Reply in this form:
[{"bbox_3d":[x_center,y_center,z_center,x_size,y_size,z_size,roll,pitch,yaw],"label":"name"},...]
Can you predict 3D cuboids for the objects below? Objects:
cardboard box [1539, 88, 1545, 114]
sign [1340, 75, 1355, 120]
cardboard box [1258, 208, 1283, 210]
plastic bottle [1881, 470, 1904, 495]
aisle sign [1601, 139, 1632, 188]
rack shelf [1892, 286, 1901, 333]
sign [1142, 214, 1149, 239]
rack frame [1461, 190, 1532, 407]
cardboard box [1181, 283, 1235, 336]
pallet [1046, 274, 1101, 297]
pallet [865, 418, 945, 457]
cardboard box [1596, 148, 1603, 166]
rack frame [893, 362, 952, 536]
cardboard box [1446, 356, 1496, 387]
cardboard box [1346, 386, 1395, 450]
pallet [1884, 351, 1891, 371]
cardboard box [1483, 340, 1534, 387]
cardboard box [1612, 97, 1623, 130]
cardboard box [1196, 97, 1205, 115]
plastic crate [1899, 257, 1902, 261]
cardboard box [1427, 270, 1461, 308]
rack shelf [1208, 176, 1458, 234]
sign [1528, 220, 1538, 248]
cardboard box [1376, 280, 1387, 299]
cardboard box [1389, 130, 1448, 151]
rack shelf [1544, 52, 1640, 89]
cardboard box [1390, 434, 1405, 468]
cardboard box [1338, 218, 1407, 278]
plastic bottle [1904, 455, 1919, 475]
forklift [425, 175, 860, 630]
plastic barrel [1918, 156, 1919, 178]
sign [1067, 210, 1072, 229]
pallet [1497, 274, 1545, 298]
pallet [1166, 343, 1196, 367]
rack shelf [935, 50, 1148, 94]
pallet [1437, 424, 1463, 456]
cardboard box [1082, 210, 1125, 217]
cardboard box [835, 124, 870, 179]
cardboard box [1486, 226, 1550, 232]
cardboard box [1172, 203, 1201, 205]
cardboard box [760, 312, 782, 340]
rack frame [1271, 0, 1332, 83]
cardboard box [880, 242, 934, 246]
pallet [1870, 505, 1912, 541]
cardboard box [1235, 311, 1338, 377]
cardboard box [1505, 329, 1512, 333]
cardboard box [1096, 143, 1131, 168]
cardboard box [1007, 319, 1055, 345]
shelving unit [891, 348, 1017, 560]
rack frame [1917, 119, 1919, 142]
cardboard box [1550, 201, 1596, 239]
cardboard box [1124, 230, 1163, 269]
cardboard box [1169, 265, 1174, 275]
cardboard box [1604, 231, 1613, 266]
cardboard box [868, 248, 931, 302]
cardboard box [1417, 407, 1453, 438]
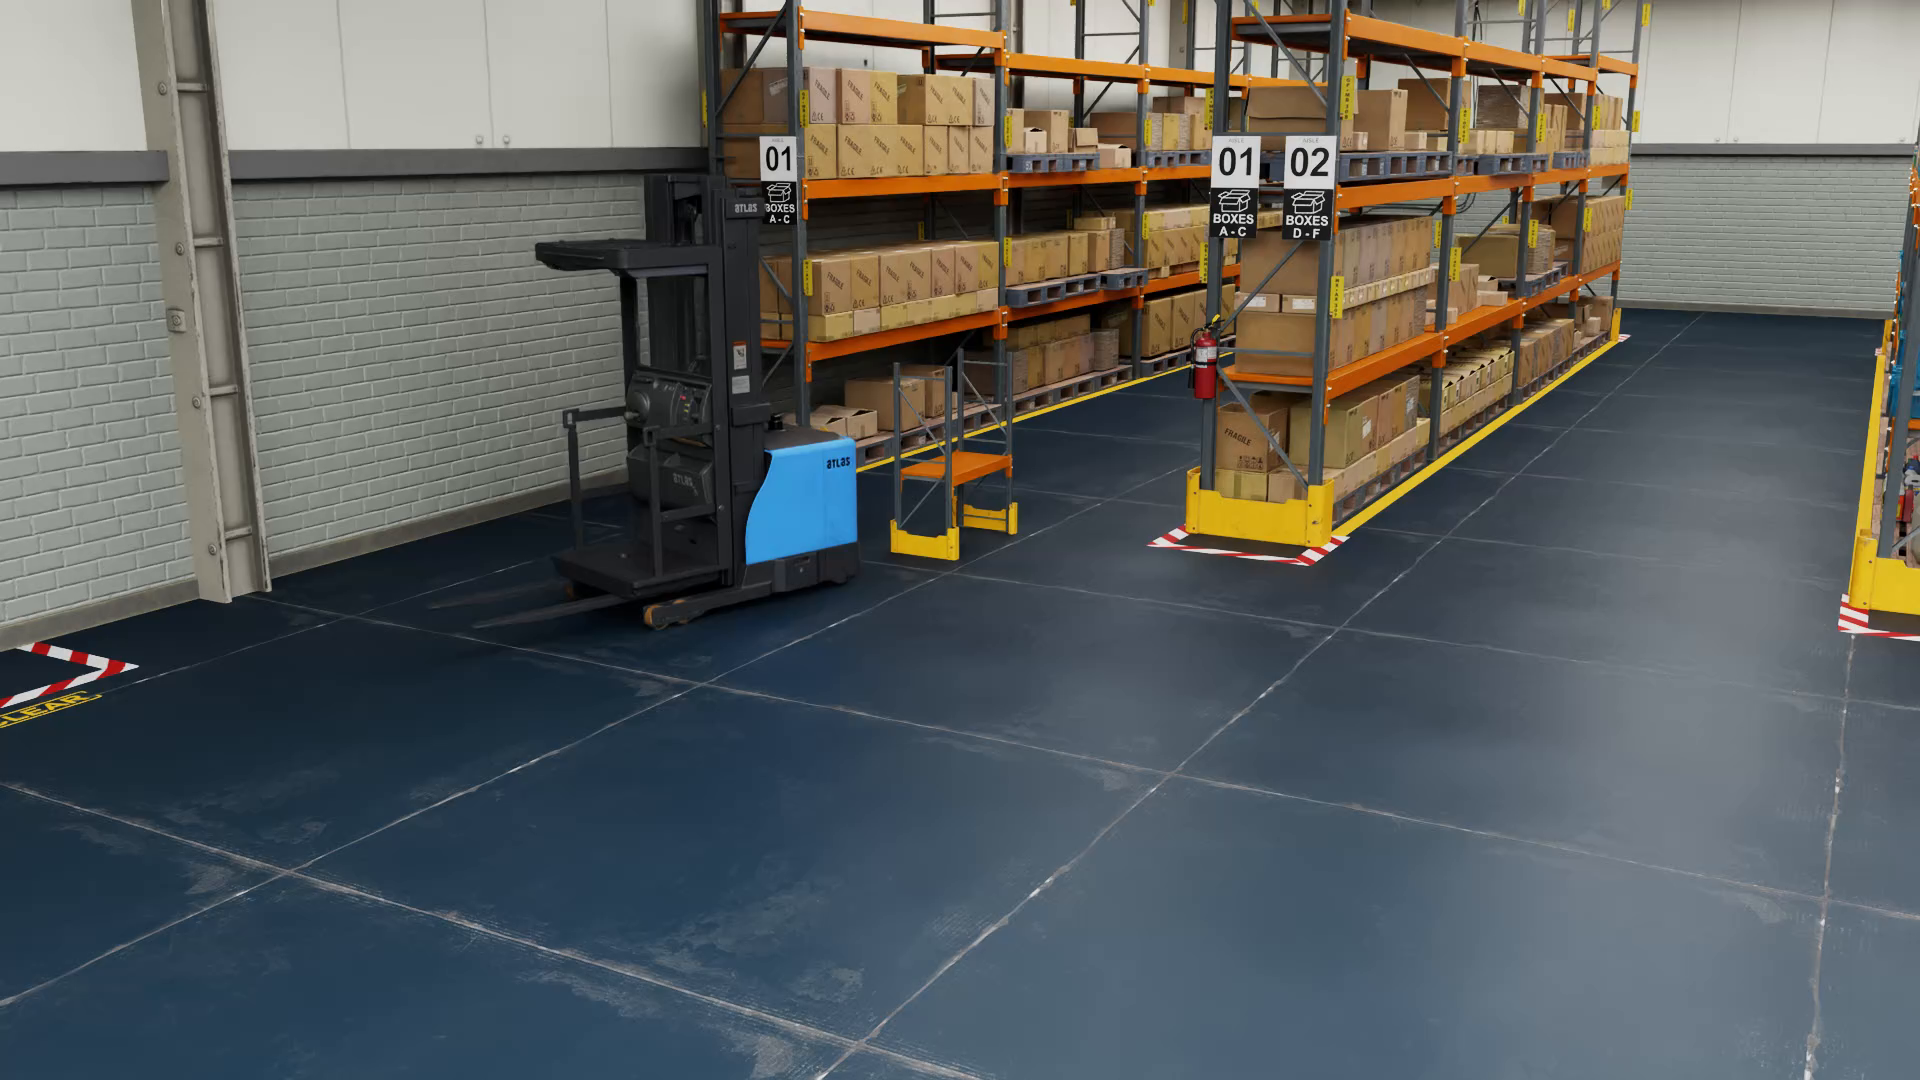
[{"bbox_3d":[7.035,-5.432,20.918,0.500,0.500,0.500,7,15,28],"label":"cardboard box"},{"bbox_3d":[2.941,-3.357,12.625,0.100,0.325,0.005,7,15,28],"label":"sign"},{"bbox_3d":[5.616,-5.383,28.822,0.980,0.700,0.700,8,16,31],"label":"cardboard box"},{"bbox_3d":[7.881,-0.527,14.034,0.144,0.351,0.185,7,15,26],"label":"plastic bottle"},{"bbox_3d":[10.494,-6.026,26.580,0.394,0.787,0.004,7,15,28],"label":"aisle sign"},{"bbox_3d":[11.626,-2.640,19.618,1.077,0.370,4.000,7,15,28],"label":"rack shelf"},{"bbox_3d":[2.466,-4.166,22.114,0.100,0.325,0.005,7,15,28],"label":"sign"},{"bbox_3d":[6.325,-3.141,20.163,1.000,3.000,0.127,7,15,28],"label":"rack frame"},{"bbox_3d":[3.720,-3.533,25.480,0.750,0.750,0.750,8,15,29],"label":"cardboard box"},{"bbox_3d":[1.066,-3.198,20.806,1.003,0.211,1.213,7,15,28],"label":"pallet"},{"bbox_3d":[-0.829,-1.132,17.780,1.003,0.211,1.213,7,15,28],"label":"pallet"},{"bbox_3d":[8.956,-5.521,23.954,0.500,0.250,0.500,7,15,28],"label":"cardboard box"},{"bbox_3d":[-0.287,-0.607,12.853,0.500,1.500,0.032,7,15,28],"label":"rack frame"},{"bbox_3d":[5.795,-1.935,18.935,0.500,0.311,0.500,7,15,28],"label":"cardboard box"},{"bbox_3d":[3.639,-1.124,15.167,0.500,0.500,0.500,7,15,28],"label":"cardboard box"},{"bbox_3d":[13.503,-2.451,23.249,1.003,0.211,1.213,7,15,28],"label":"pallet"},{"bbox_3d":[6.795,-2.201,20.657,0.500,0.500,0.500,8,16,30],"label":"cardboard box"},{"bbox_3d":[9.958,-6.668,26.045,0.700,0.500,0.500,7,15,28],"label":"cardboard box"},{"bbox_3d":[3.380,-6.442,24.701,0.500,0.250,0.500,9,16,32],"label":"cardboard box"},{"bbox_3d":[13.338,-3.823,23.221,0.416,0.233,0.300,7,15,28],"label":"plastic crate"},{"bbox_3d":[5.032,-2.633,17.841,0.500,0.500,0.500,9,16,32],"label":"cardboard box"},{"bbox_3d":[3.425,-3.019,14.789,1.077,0.370,4.000,7,15,28],"label":"rack shelf"},{"bbox_3d":[6.813,-3.642,19.769,0.100,0.325,0.005,7,15,28],"label":"sign"},{"bbox_3d":[3.580,-2.235,14.807,0.380,0.149,0.250,8,15,29],"label":"cardboard box"},{"bbox_3d":[4.698,-4.035,16.895,0.500,0.250,0.500,9,16,34],"label":"cardboard box"},{"bbox_3d":[9.226,-6.937,24.650,1.077,0.370,4.000,7,15,28],"label":"rack shelf"},{"bbox_3d":[3.879,-0.862,15.681,0.500,0.250,0.500,7,15,28],"label":"cardboard box"},{"bbox_3d":[3.697,-2.702,15.358,0.700,0.500,0.500,7,15,28],"label":"cardboard box"},{"bbox_3d":[8.098,-0.550,14.127,0.144,0.351,0.185,7,15,28],"label":"plastic bottle"},{"bbox_3d":[-2.152,-0.964,11.280,3.031,2.935,1.130,-13,18,-42],"label":"forklift"},{"bbox_3d":[9.414,-3.858,15.665,0.600,0.901,0.708,7,15,28],"label":"plastic barrel"},{"bbox_3d":[1.499,-4.327,22.610,0.100,0.325,0.005,7,15,28],"label":"sign"},{"bbox_3d":[6.591,-3.195,20.795,1.213,0.211,1.003,7,15,28],"label":"pallet"},{"bbox_3d":[3.025,-2.749,24.484,1.003,0.211,1.213,7,15,28],"label":"pallet"},{"bbox_3d":[1.020,-5.664,20.213,1.077,0.370,4.000,7,15,28],"label":"rack shelf"},{"bbox_3d":[4.713,-1.120,17.731,1.003,0.211,1.213,7,15,28],"label":"pallet"},{"bbox_3d":[1.979,-4.392,22.858,0.500,0.250,0.500,8,16,30],"label":"cardboard box"},{"bbox_3d":[-1.209,-3.723,15.921,0.500,0.500,0.500,9,16,32],"label":"cardboard box"},{"bbox_3d":[7.557,-3.994,22.593,0.700,0.500,0.500,10,17,37],"label":"cardboard box"},{"bbox_3d":[3.470,-5.025,25.486,0.500,0.250,0.500,8,16,30],"label":"cardboard box"},{"bbox_3d":[-1.824,-2.115,16.184,0.500,0.250,0.500,8,16,29],"label":"cardboard box"},{"bbox_3d":[5.854,-8.259,28.592,1.000,3.000,0.127,7,15,28],"label":"rack frame"},{"bbox_3d":[-0.610,-3.004,18.270,0.500,0.500,0.500,7,15,28],"label":"cardboard box"},{"bbox_3d":[7.776,-0.019,13.160,1.003,0.211,1.213,7,15,28],"label":"pallet"},{"bbox_3d":[2.695,-1.643,13.734,0.700,0.500,0.500,7,15,28],"label":"cardboard box"},{"bbox_3d":[7.070,-2.573,22.200,0.500,0.500,0.500,7,15,26],"label":"cardboard box"},{"bbox_3d":[1.875,-4.948,21.404,0.500,0.311,0.500,7,15,28],"label":"cardboard box"},{"bbox_3d":[0.853,-2.595,20.692,0.500,0.250,0.500,7,15,26],"label":"cardboard box"},{"bbox_3d":[-0.037,-0.713,13.293,0.587,1.500,1.083,7,15,28],"label":"shelving unit"},{"bbox_3d":[14.527,-7.137,23.936,1.000,3.000,0.127,7,15,28],"label":"rack frame"},{"bbox_3d":[8.733,-4.561,23.706,0.500,0.500,0.500,8,16,29],"label":"cardboard box"},{"bbox_3d":[2.446,-3.975,22.732,0.500,0.500,0.500,8,16,30],"label":"cardboard box"},{"bbox_3d":[2.812,-3.846,23.580,0.380,0.149,0.250,8,16,29],"label":"cardboard box"},{"bbox_3d":[9.720,-4.500,25.585,0.500,0.500,0.500,8,15,28],"label":"cardboard box"},{"bbox_3d":[-0.645,-2.738,17.169,0.500,0.500,0.500,8,16,30],"label":"cardboard box"},{"bbox_3d":[4.803,-1.243,17.258,0.500,0.250,0.500,7,15,27],"label":"cardboard box"}]
